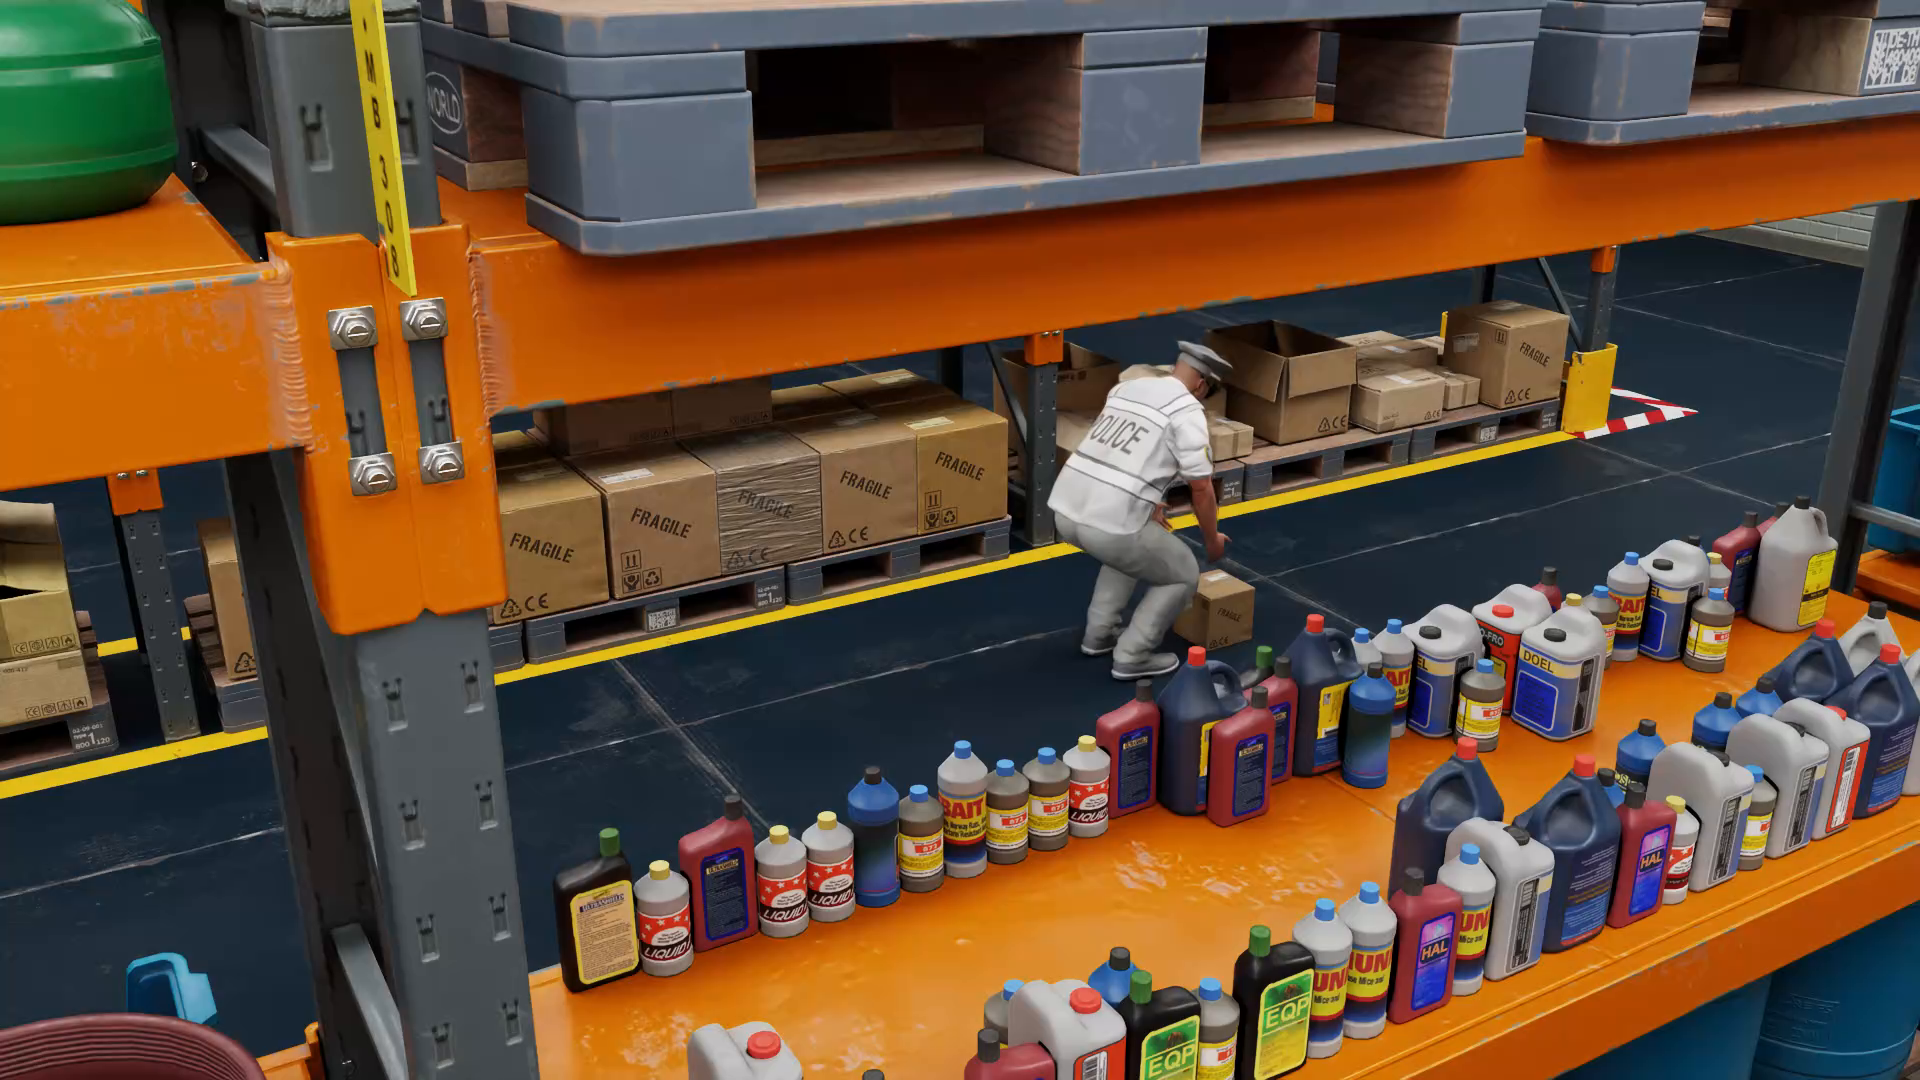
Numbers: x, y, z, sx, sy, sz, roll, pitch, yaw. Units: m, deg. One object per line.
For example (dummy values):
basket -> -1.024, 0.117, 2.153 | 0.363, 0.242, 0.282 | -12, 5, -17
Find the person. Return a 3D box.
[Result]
person -> 0.757, -0.134, 6.969 | 0.841, 1.351, 0.589 | -12, 25, -28
